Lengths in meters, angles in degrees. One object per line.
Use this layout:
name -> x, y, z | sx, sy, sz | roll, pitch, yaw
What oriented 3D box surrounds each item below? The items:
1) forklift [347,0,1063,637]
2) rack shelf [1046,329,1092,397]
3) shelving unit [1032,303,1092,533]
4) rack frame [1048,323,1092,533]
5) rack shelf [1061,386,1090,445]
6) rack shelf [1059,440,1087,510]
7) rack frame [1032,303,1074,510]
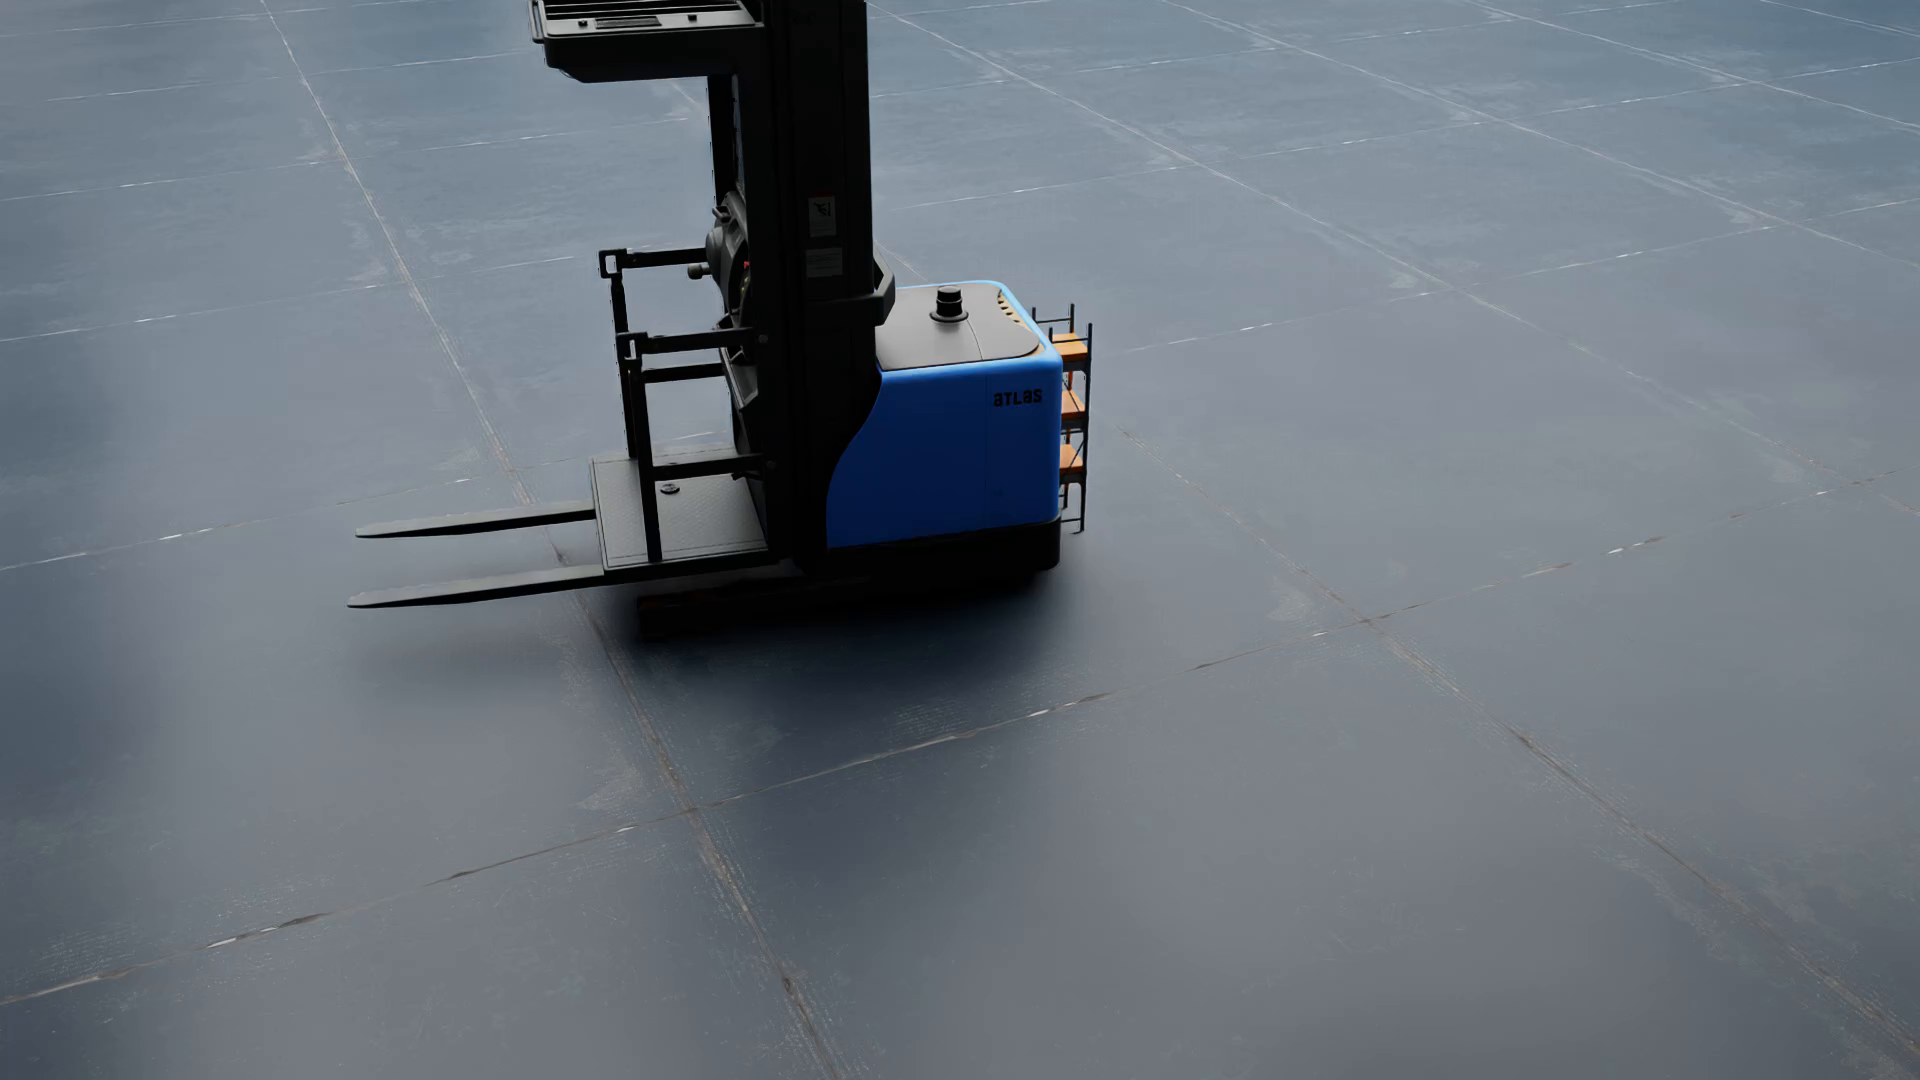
forklift -> -1.128, -1.155, 6.814 | 3.031, 2.935, 1.130 | -7, 30, -13
rack shelf -> 0.452, -0.779, 7.507 | 0.215, 0.259, 0.240 | -8, 30, -13
shelving unit -> 0.452, -0.540, 7.640 | 0.215, 1.050, 0.252 | -8, 30, -13
rack frame -> 0.484, -0.483, 7.538 | 0.200, 1.050, 0.008 | -8, 30, -13
rack shelf -> 0.452, -0.531, 7.645 | 0.215, 0.259, 0.240 | -8, 30, -13
rack shelf -> 0.452, -0.289, 7.781 | 0.215, 0.259, 0.240 | -8, 30, -13
rack frame -> 0.420, -0.598, 7.743 | 0.200, 1.050, 0.008 | -8, 30, -13
